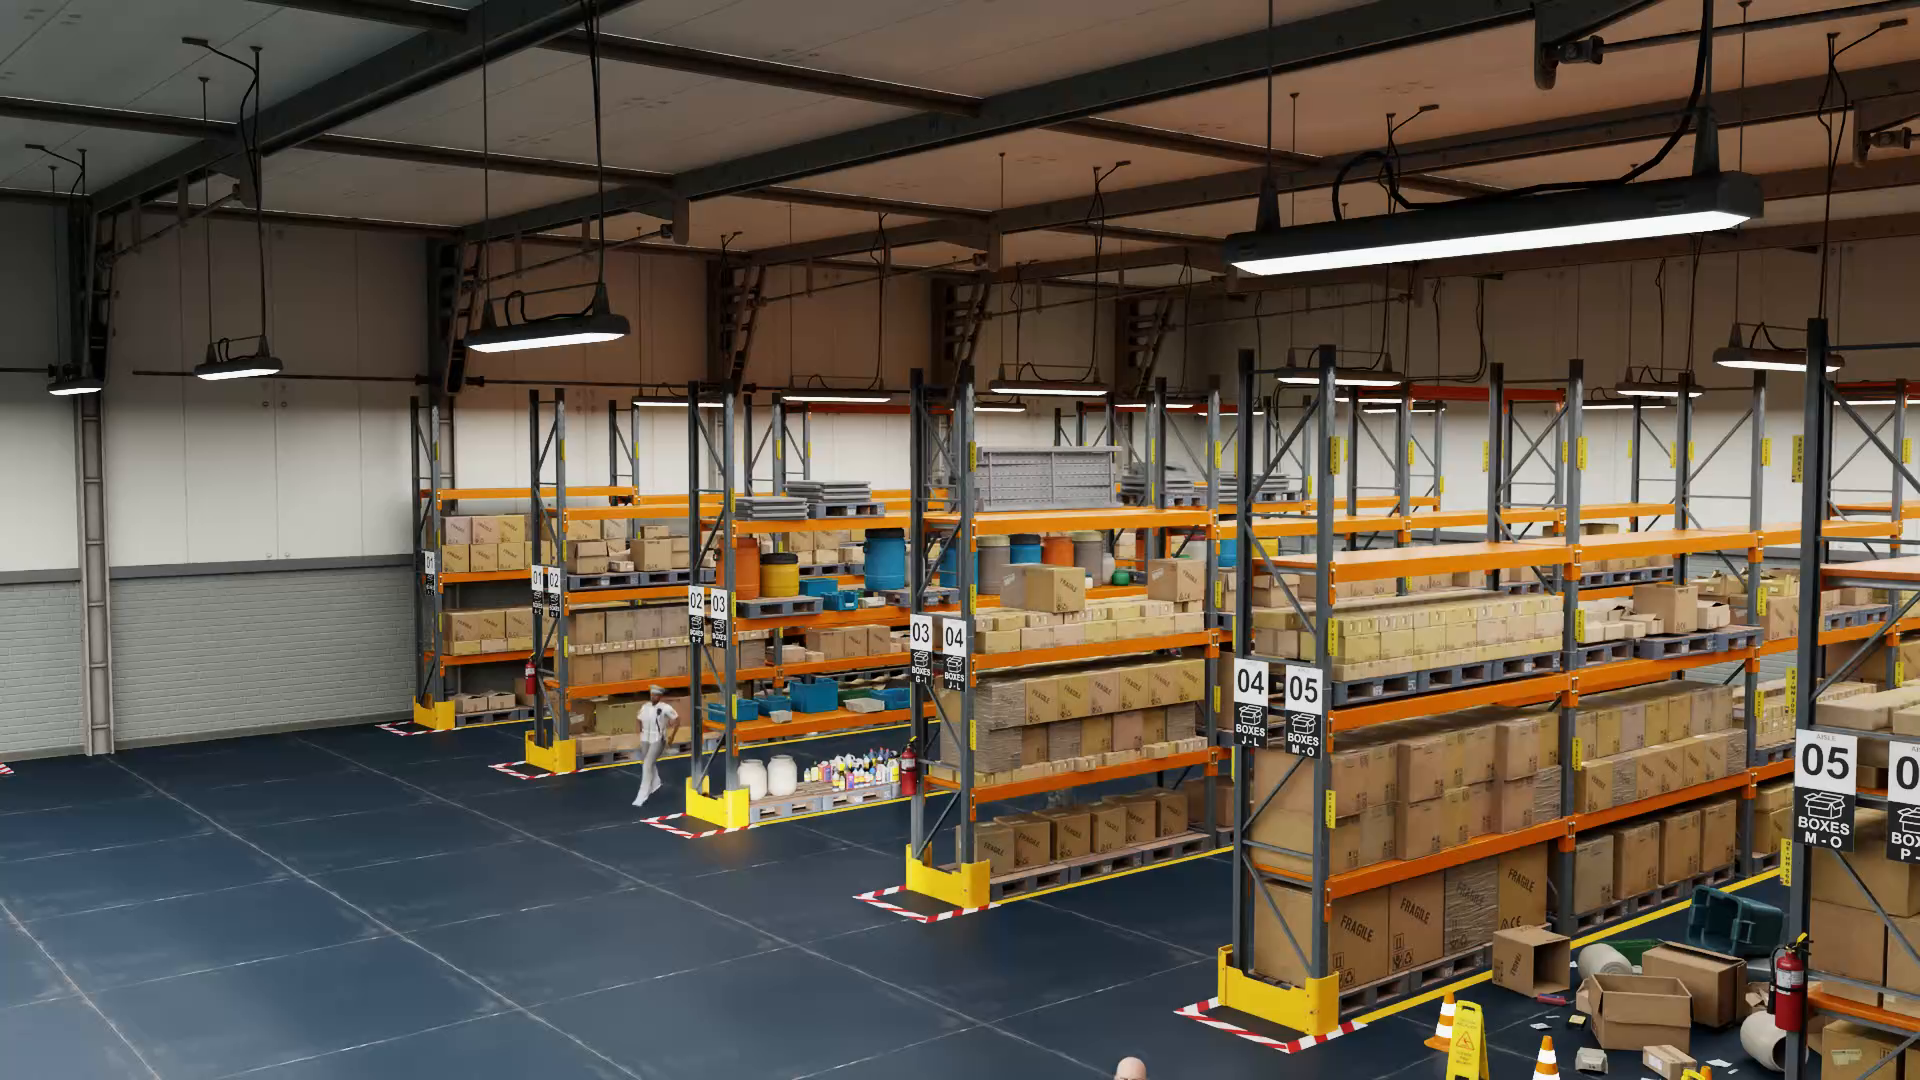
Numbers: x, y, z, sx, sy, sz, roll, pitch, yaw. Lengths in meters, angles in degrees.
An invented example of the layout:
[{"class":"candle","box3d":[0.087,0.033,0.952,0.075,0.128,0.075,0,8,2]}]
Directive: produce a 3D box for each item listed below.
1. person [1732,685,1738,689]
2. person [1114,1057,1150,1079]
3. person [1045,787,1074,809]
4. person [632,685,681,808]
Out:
[{"class":"person","box3d":[11.264,2.926,24.130,0.936,1.666,0.616,-3,4,-38]},{"class":"person","box3d":[0.936,3.738,9.211,0.720,1.751,0.963,1,3,9]},{"class":"person","box3d":[1.337,2.940,22.884,0.690,1.750,0.672,3,5,43]},{"class":"person","box3d":[-4.387,2.915,23.842,0.639,1.713,0.861,1,4,24]}]
